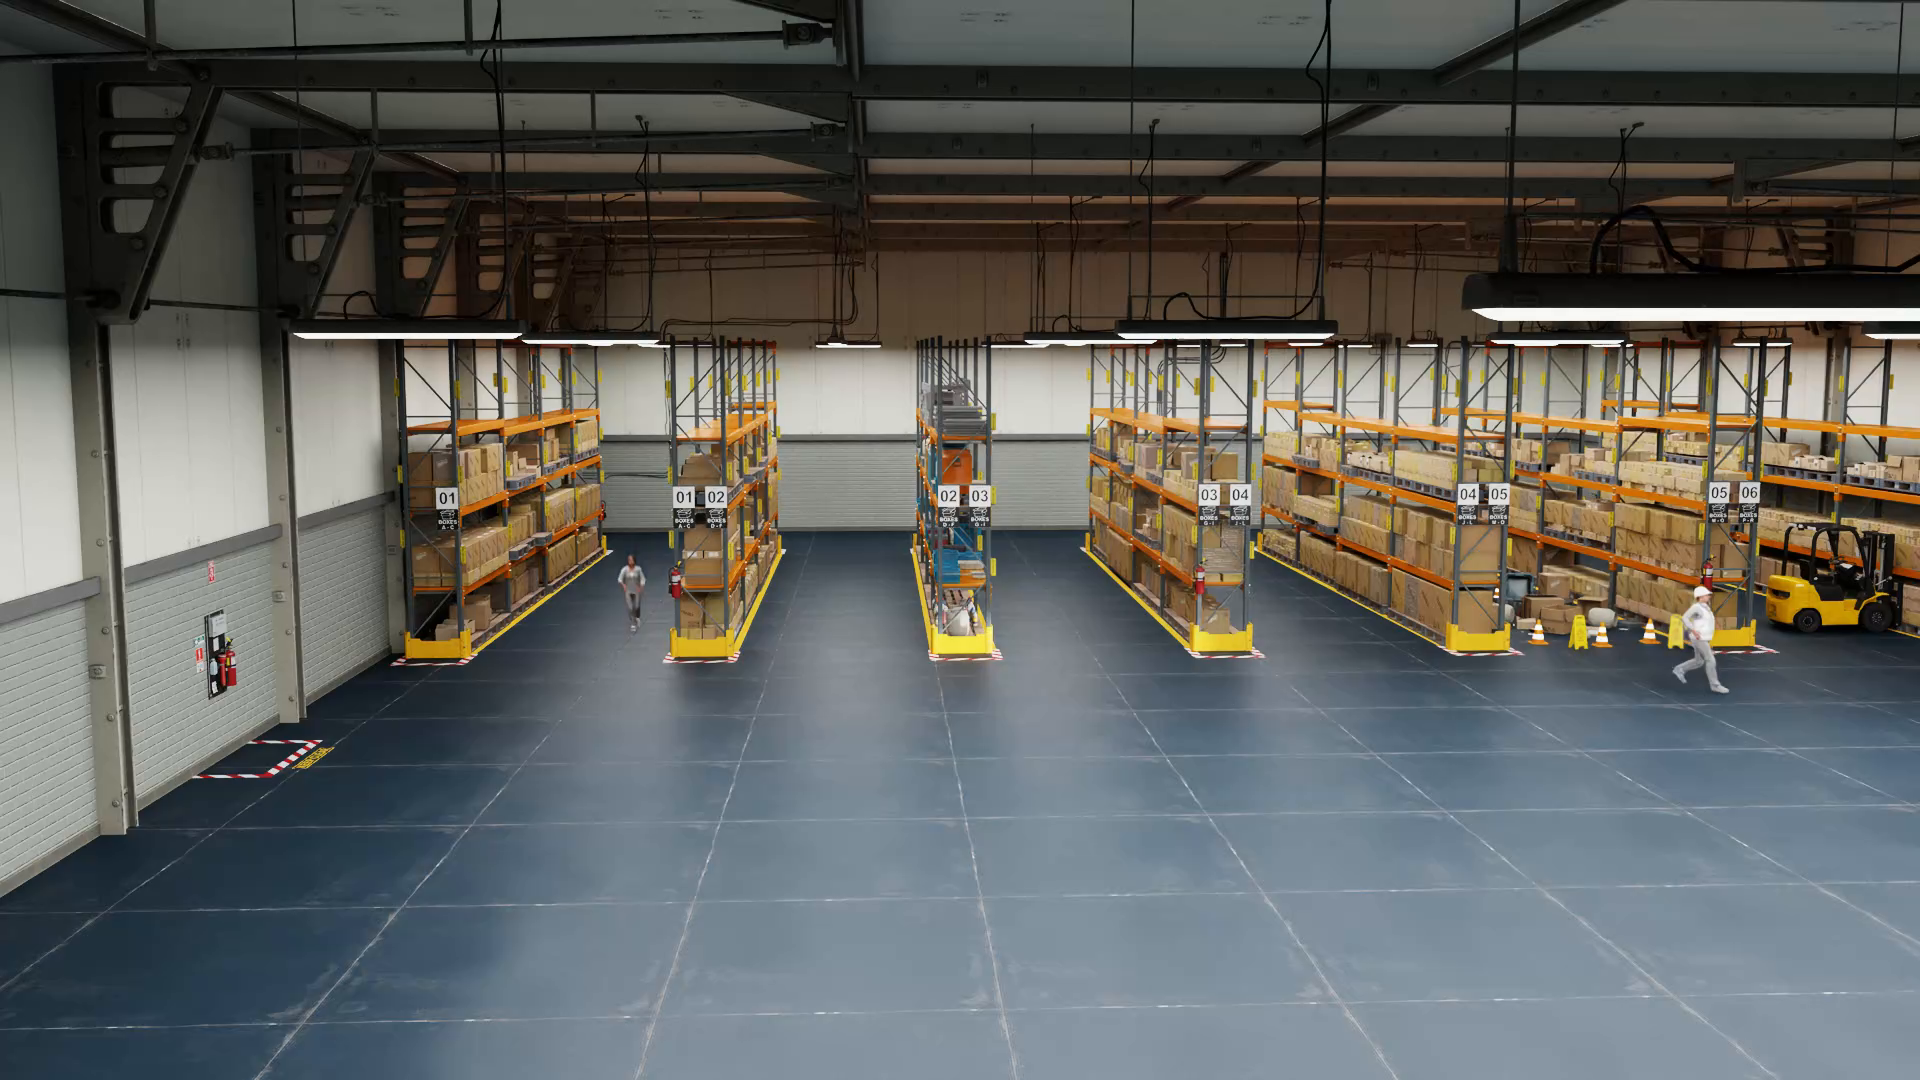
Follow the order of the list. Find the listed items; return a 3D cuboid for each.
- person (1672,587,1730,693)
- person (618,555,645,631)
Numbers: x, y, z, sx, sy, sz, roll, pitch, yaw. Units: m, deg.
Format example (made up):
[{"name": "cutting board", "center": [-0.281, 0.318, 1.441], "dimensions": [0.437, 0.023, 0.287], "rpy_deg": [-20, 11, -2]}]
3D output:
[{"name": "person", "center": [12.518, 1.655, 28.013], "dimensions": [0.951, 1.741, 0.680], "rpy_deg": [5, 8, 39]}, {"name": "person", "center": [-6.727, 1.085, 34.061], "dimensions": [0.543, 1.567, 0.530], "rpy_deg": [-1, 7, -10]}]
